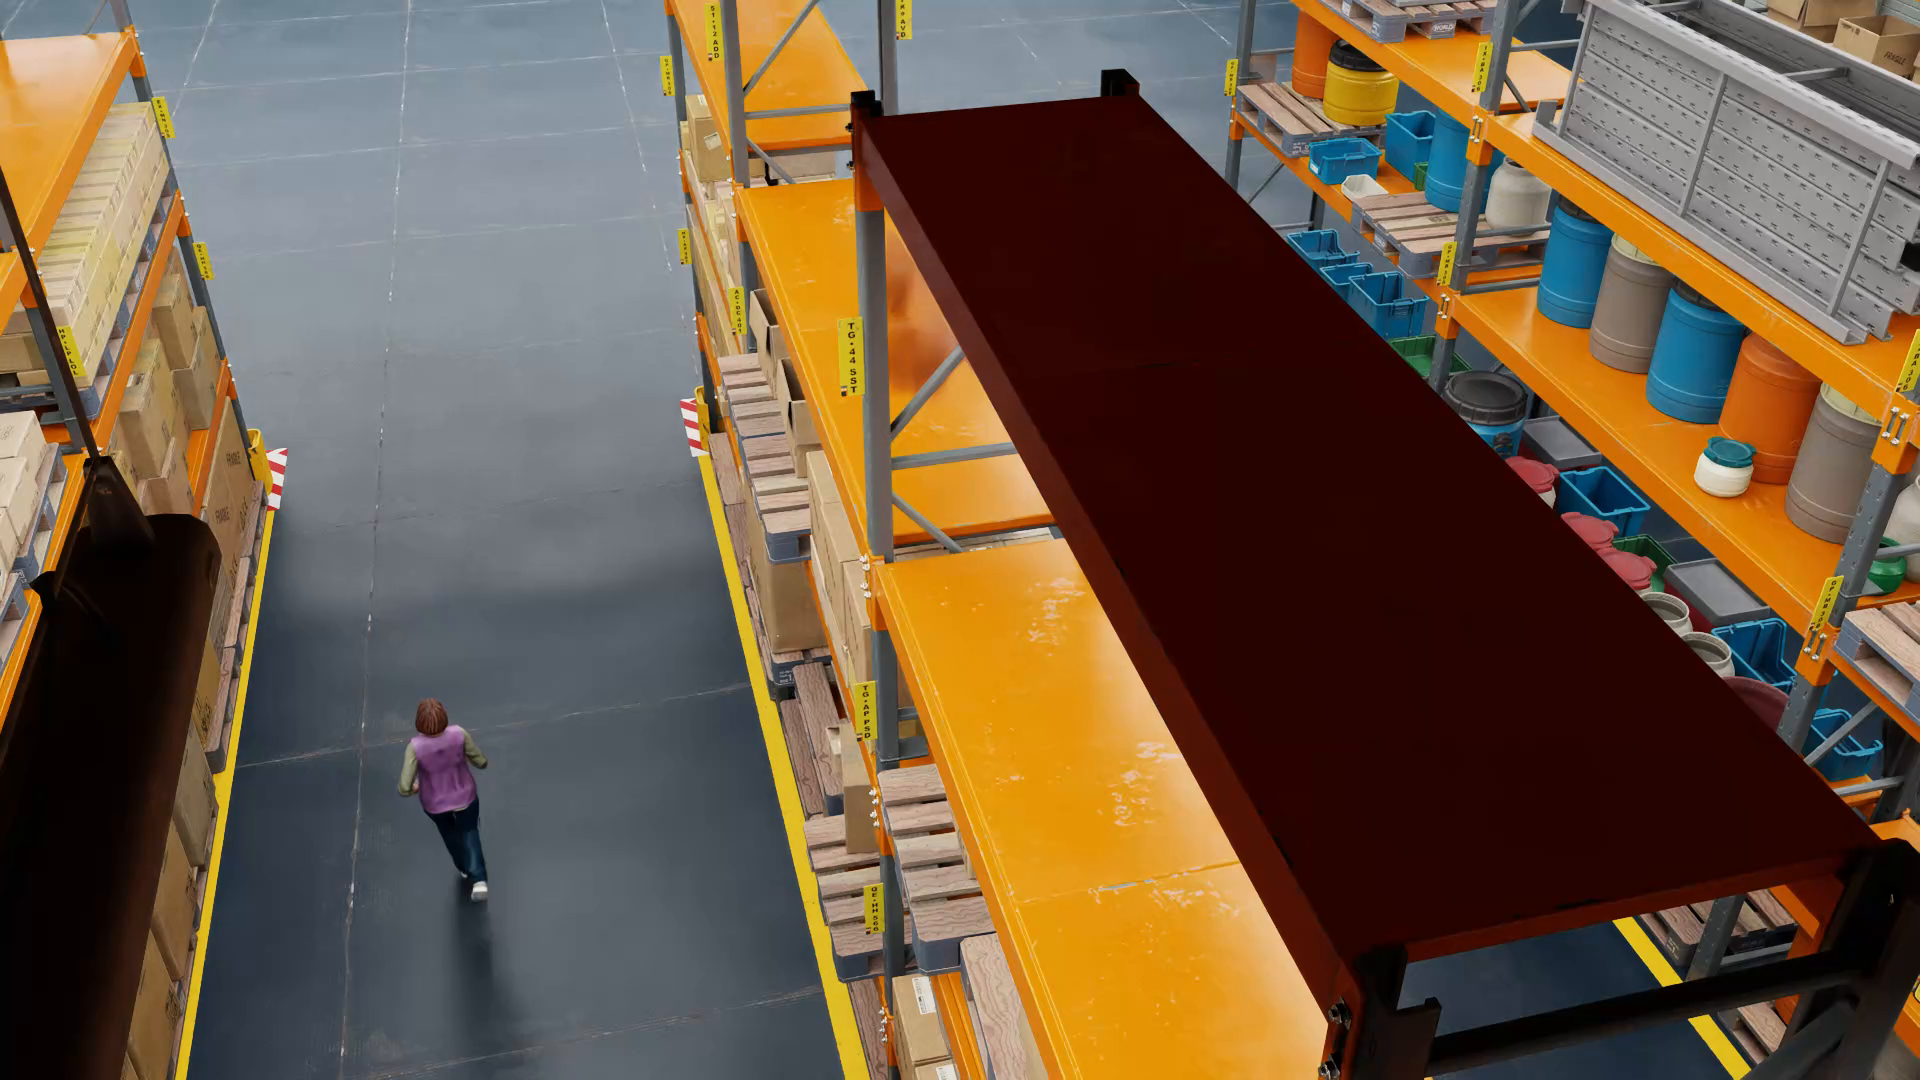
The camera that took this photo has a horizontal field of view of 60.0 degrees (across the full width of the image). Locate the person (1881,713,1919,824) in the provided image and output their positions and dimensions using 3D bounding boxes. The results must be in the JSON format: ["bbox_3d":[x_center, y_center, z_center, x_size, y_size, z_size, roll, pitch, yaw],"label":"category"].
[{"bbox_3d":[6.310,1.155,10.960,0.542,1.693,0.716,-11,36,-15],"label":"person"}]

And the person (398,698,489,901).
[{"bbox_3d":[-3.162,1.640,10.323,0.547,1.584,0.759,-13,37,-18],"label":"person"}]
